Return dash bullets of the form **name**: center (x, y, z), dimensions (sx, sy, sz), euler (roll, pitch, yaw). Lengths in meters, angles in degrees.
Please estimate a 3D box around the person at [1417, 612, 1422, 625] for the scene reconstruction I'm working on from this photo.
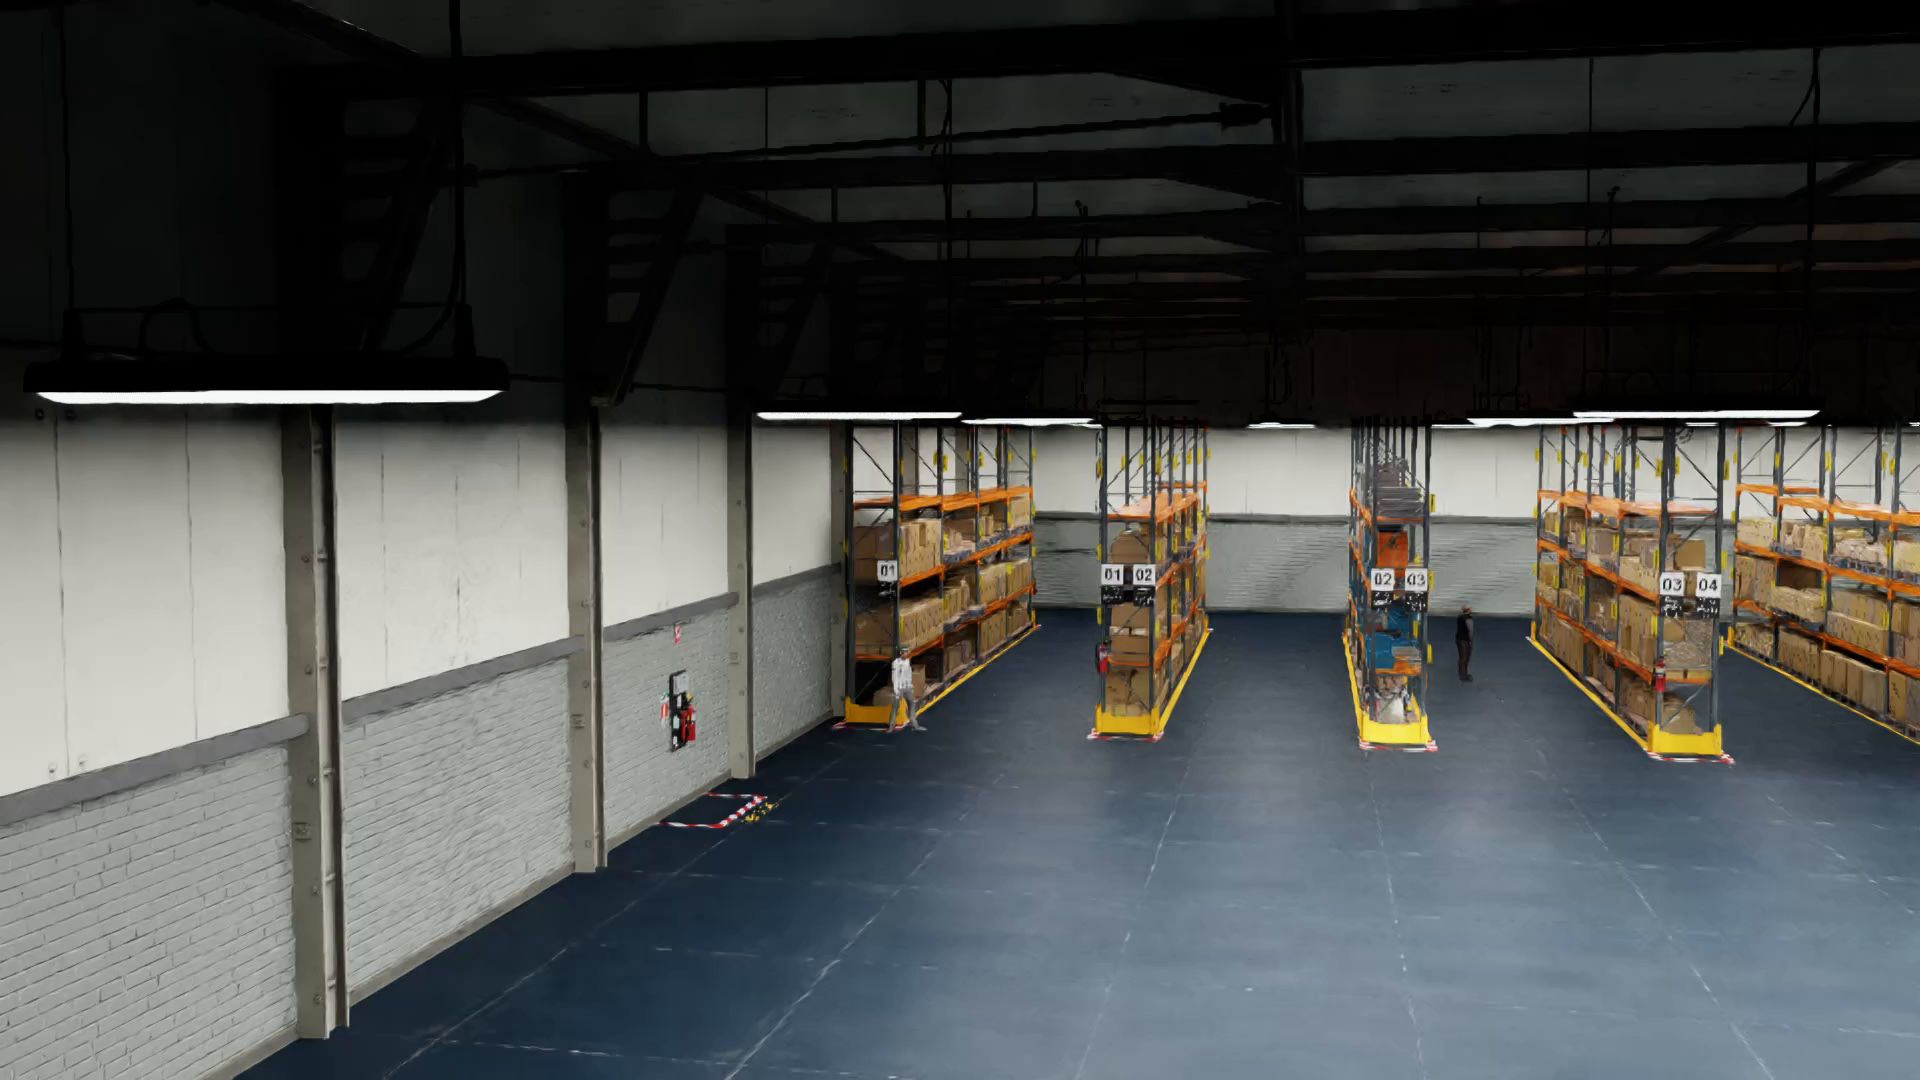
- **person**: center (13.268, 1.630, 48.675), dimensions (0.542, 1.672, 1.126), euler (1, 4, 14)

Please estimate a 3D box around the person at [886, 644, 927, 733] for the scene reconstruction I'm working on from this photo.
- **person**: center (-1.043, 2.790, 31.343), dimensions (0.685, 1.670, 0.549), euler (-3, 5, -42)

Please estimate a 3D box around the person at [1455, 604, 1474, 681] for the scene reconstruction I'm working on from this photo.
- **person**: center (11.560, 2.320, 37.914), dimensions (0.463, 1.731, 0.598), euler (-1, 4, -13)
